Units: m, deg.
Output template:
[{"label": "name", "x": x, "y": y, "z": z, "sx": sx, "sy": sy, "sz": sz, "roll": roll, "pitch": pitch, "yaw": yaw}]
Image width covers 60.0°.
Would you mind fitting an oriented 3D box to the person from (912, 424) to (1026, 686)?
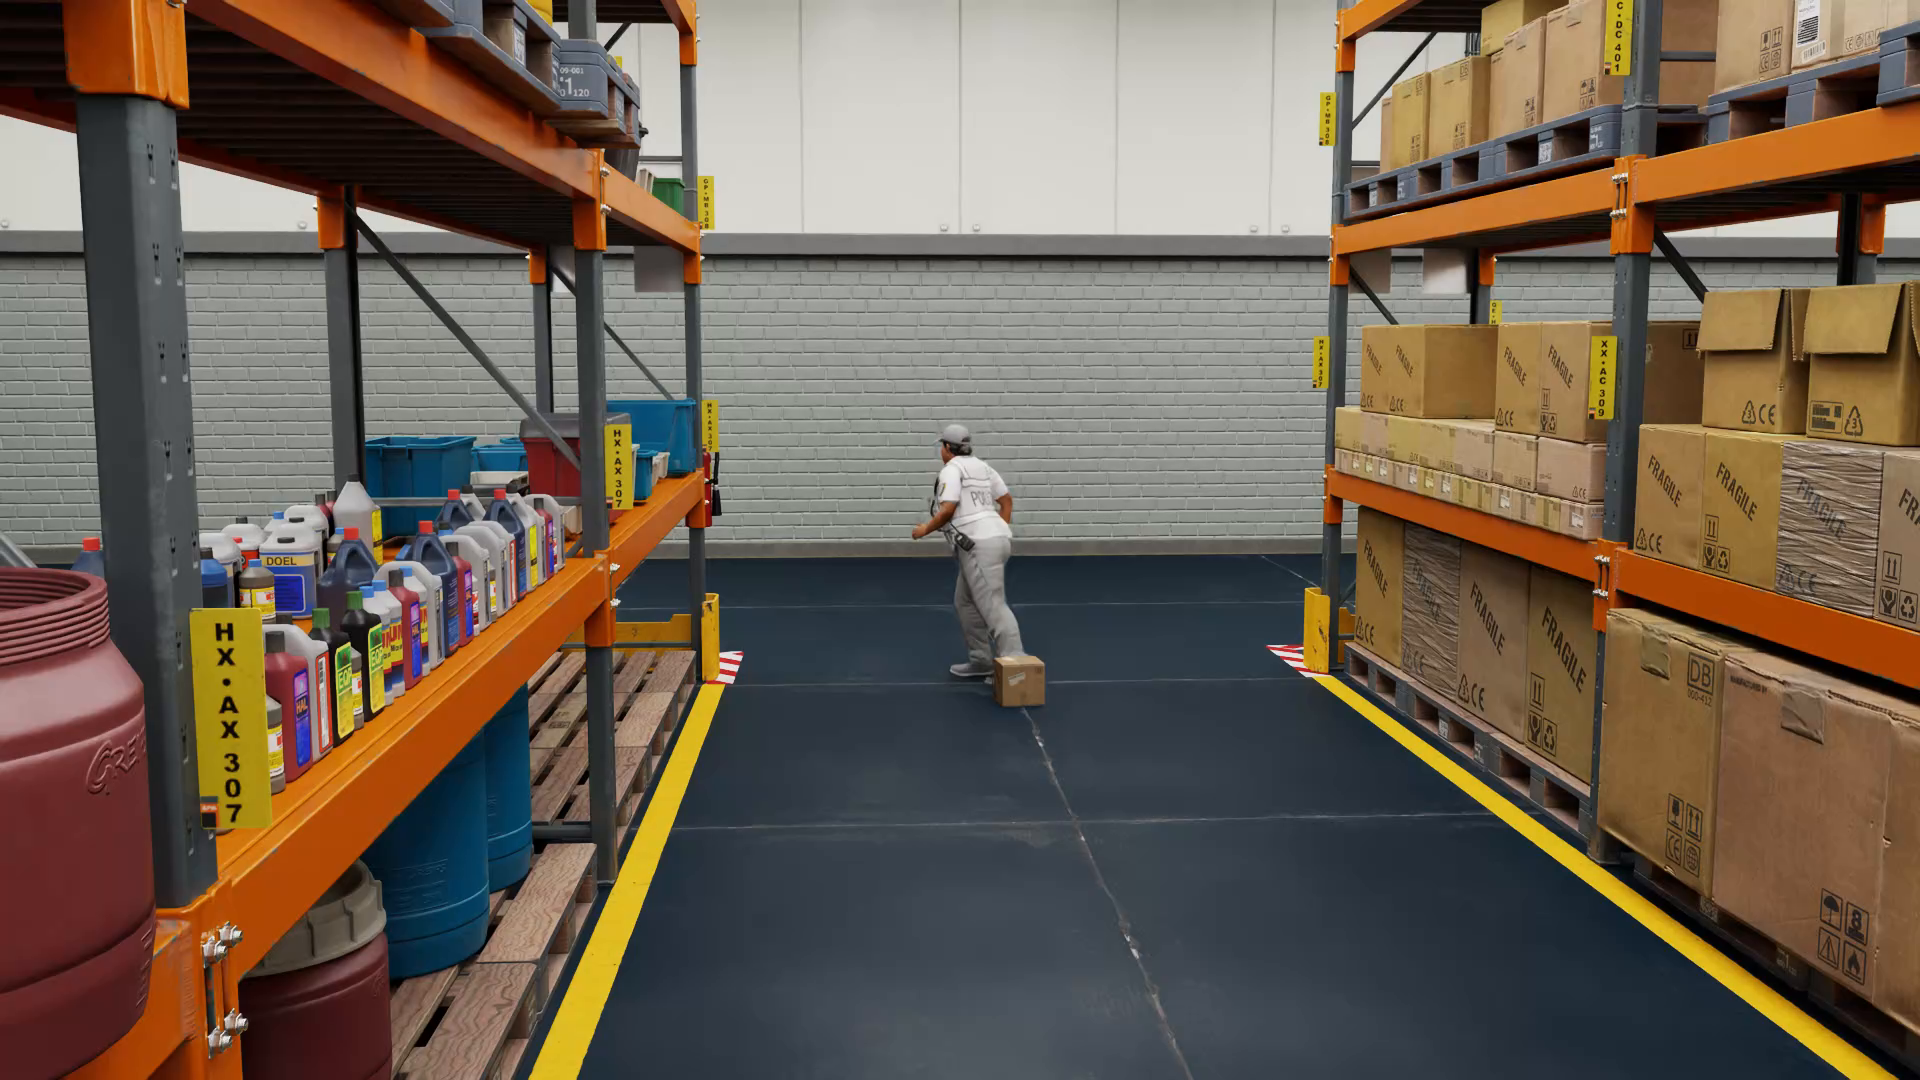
[{"label": "person", "x": 0.095, "y": 0.090, "z": 10.310, "sx": 0.832, "sy": 1.596, "sz": 0.658, "roll": 3, "pitch": 7, "yaw": 20}]
